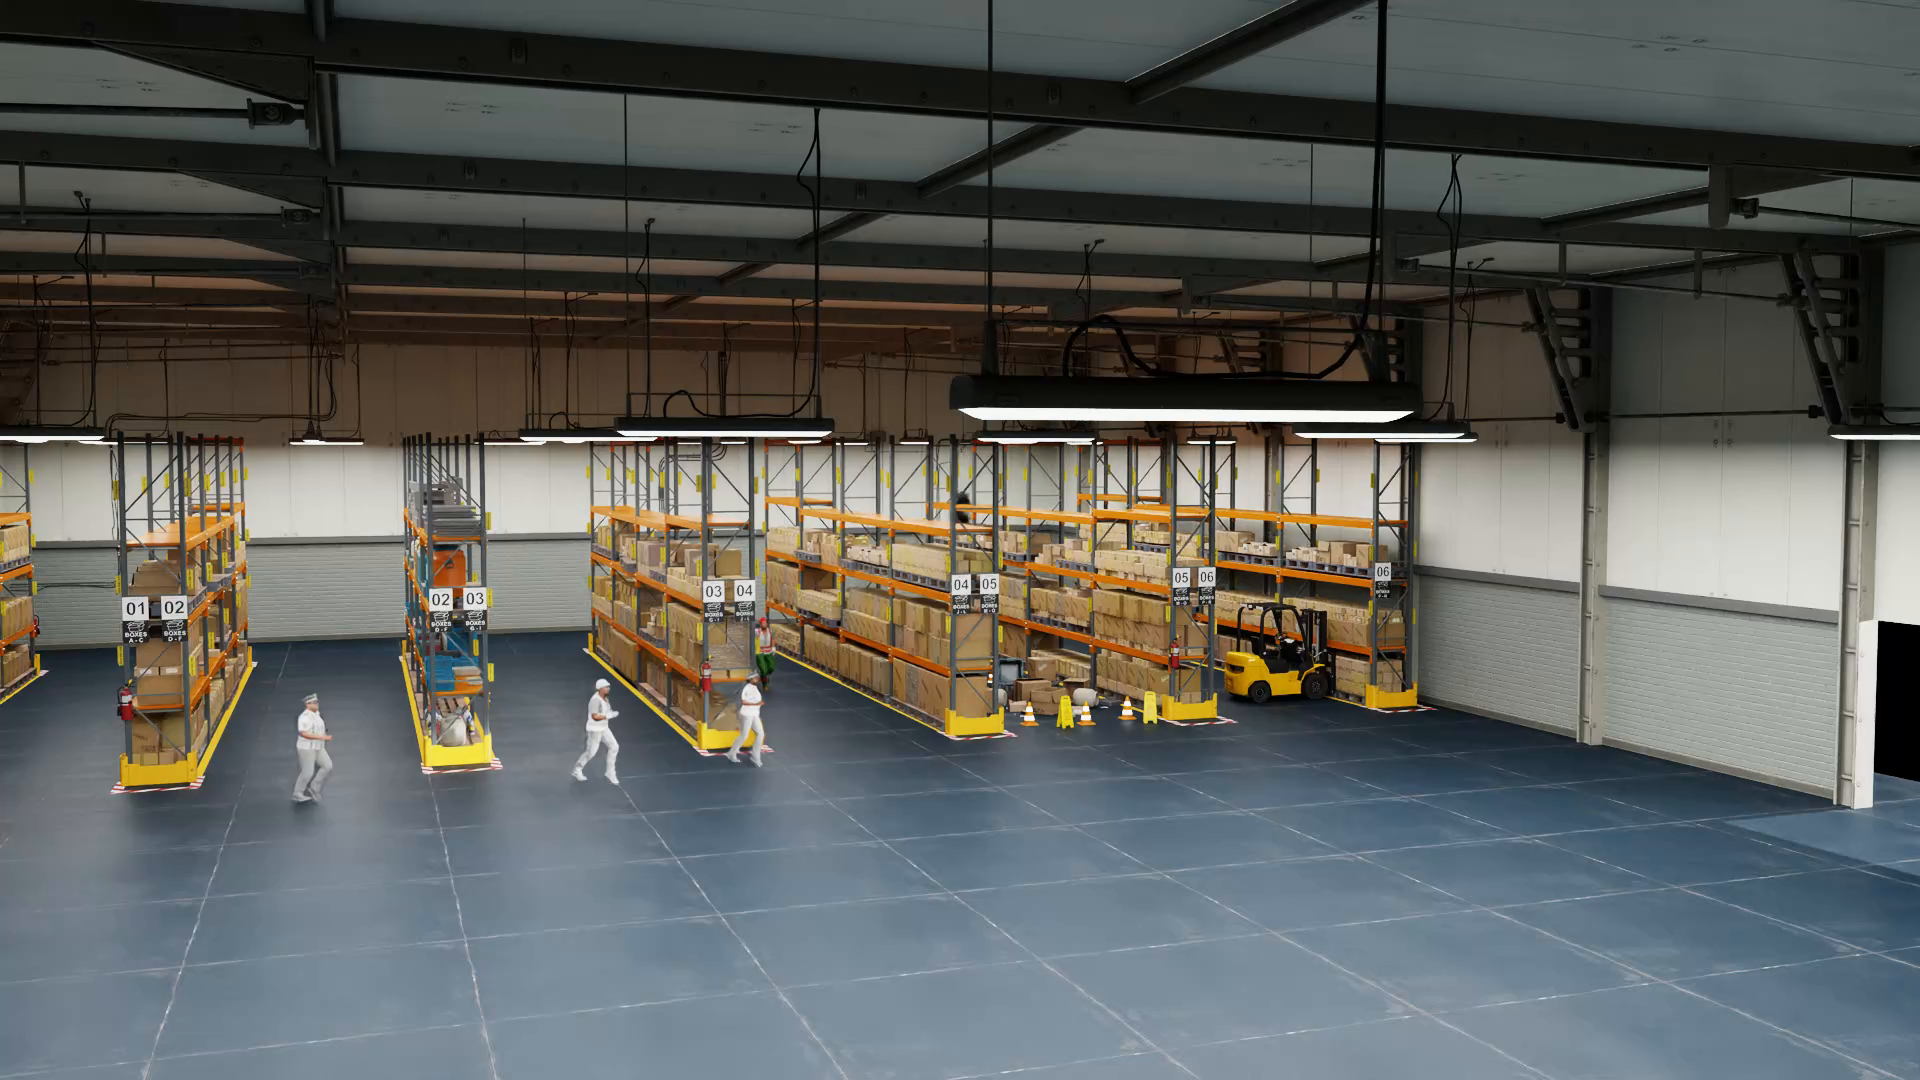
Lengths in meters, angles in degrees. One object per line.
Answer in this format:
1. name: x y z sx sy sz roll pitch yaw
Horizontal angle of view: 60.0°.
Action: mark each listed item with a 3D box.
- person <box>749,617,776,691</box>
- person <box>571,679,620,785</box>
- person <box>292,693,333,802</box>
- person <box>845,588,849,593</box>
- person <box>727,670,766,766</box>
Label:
1. person: -4.628 2.685 39.203 0.671 1.736 0.584 -1 3 -24
2. person: -6.206 3.271 28.309 0.873 1.823 0.712 0 3 8
3. person: -10.407 3.367 26.798 0.710 1.816 0.689 0 3 8
4. person: -3.234 2.208 48.504 0.591 1.621 0.593 -2 4 -30
5. person: -3.824 3.224 30.108 0.720 1.750 0.574 1 3 21
